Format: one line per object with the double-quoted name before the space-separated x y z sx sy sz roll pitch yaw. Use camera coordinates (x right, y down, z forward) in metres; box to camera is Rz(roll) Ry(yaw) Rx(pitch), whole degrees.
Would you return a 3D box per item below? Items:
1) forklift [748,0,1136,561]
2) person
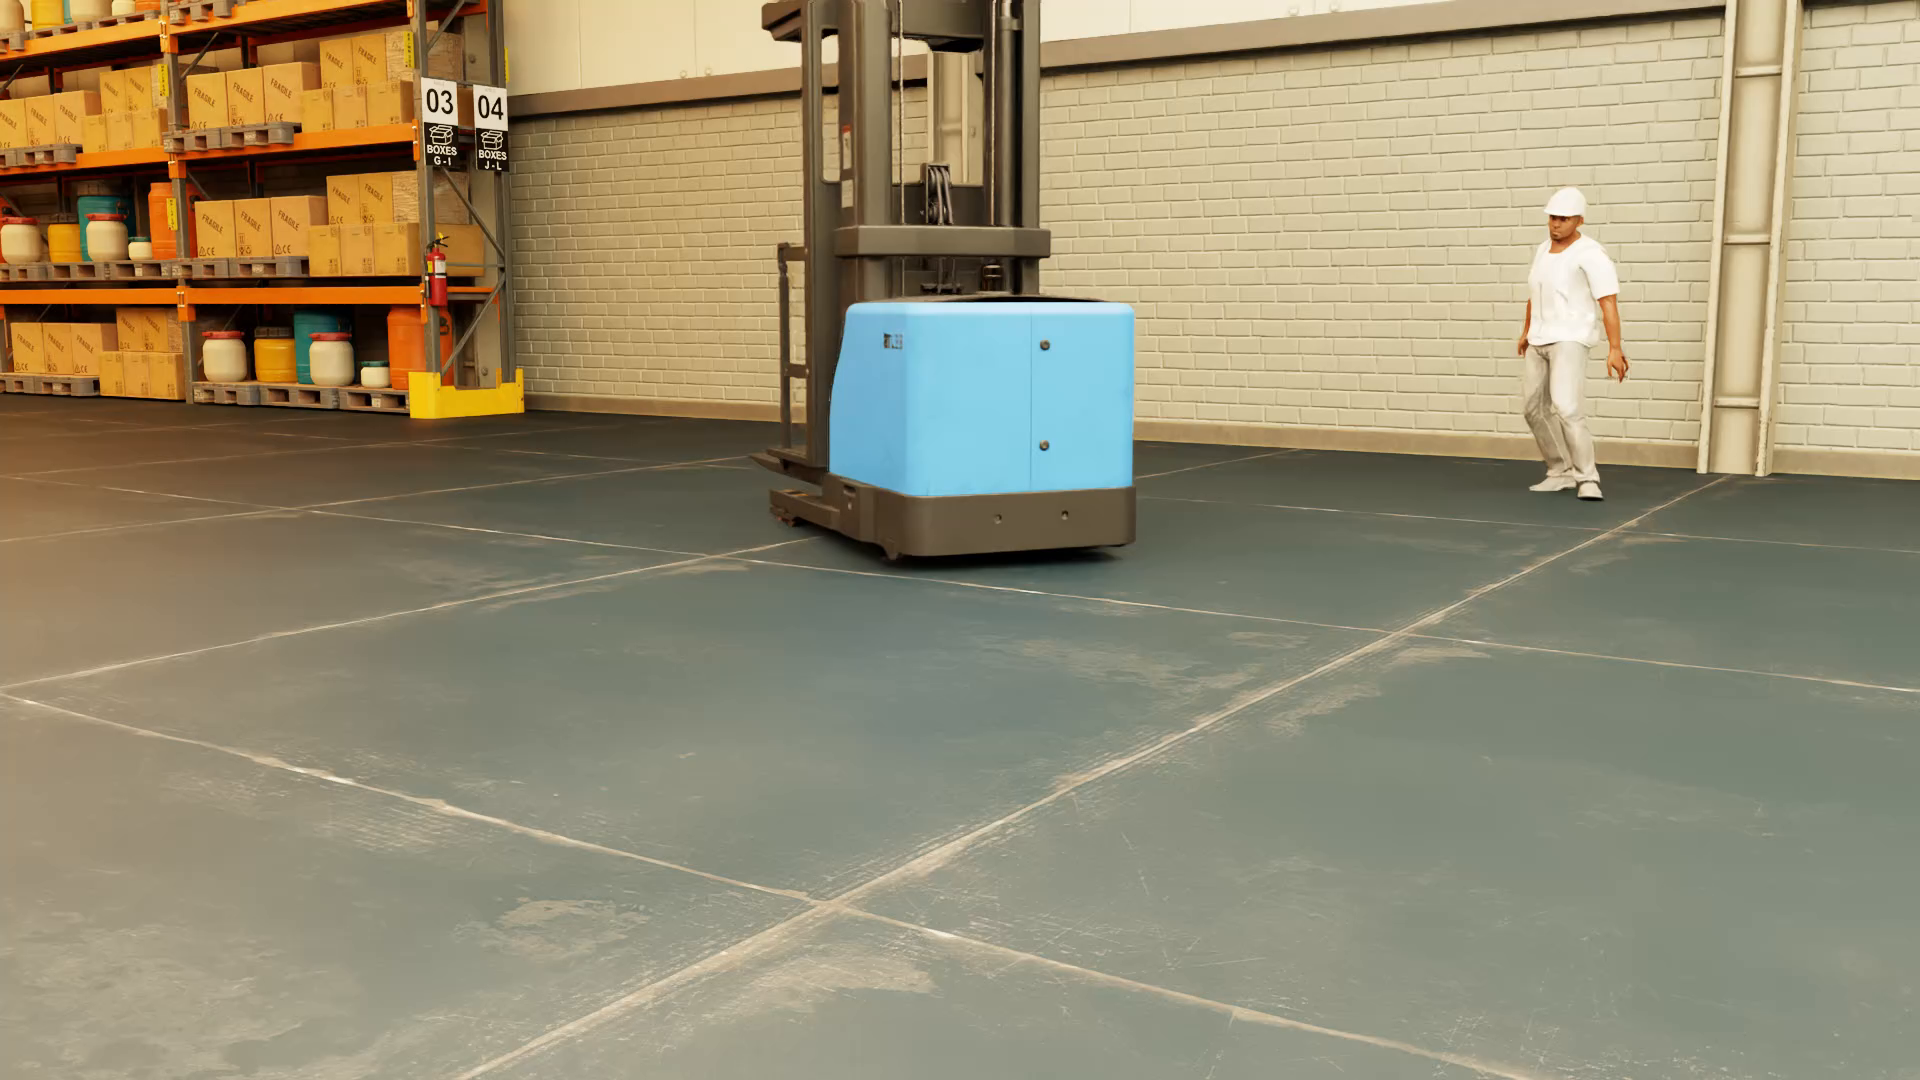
"forklift" -0.297 -1.534 7.983 1.130 2.935 3.031 -3 9 -23
"person" 3.404 -1.108 9.411 0.476 1.733 0.901 -2 8 -15
